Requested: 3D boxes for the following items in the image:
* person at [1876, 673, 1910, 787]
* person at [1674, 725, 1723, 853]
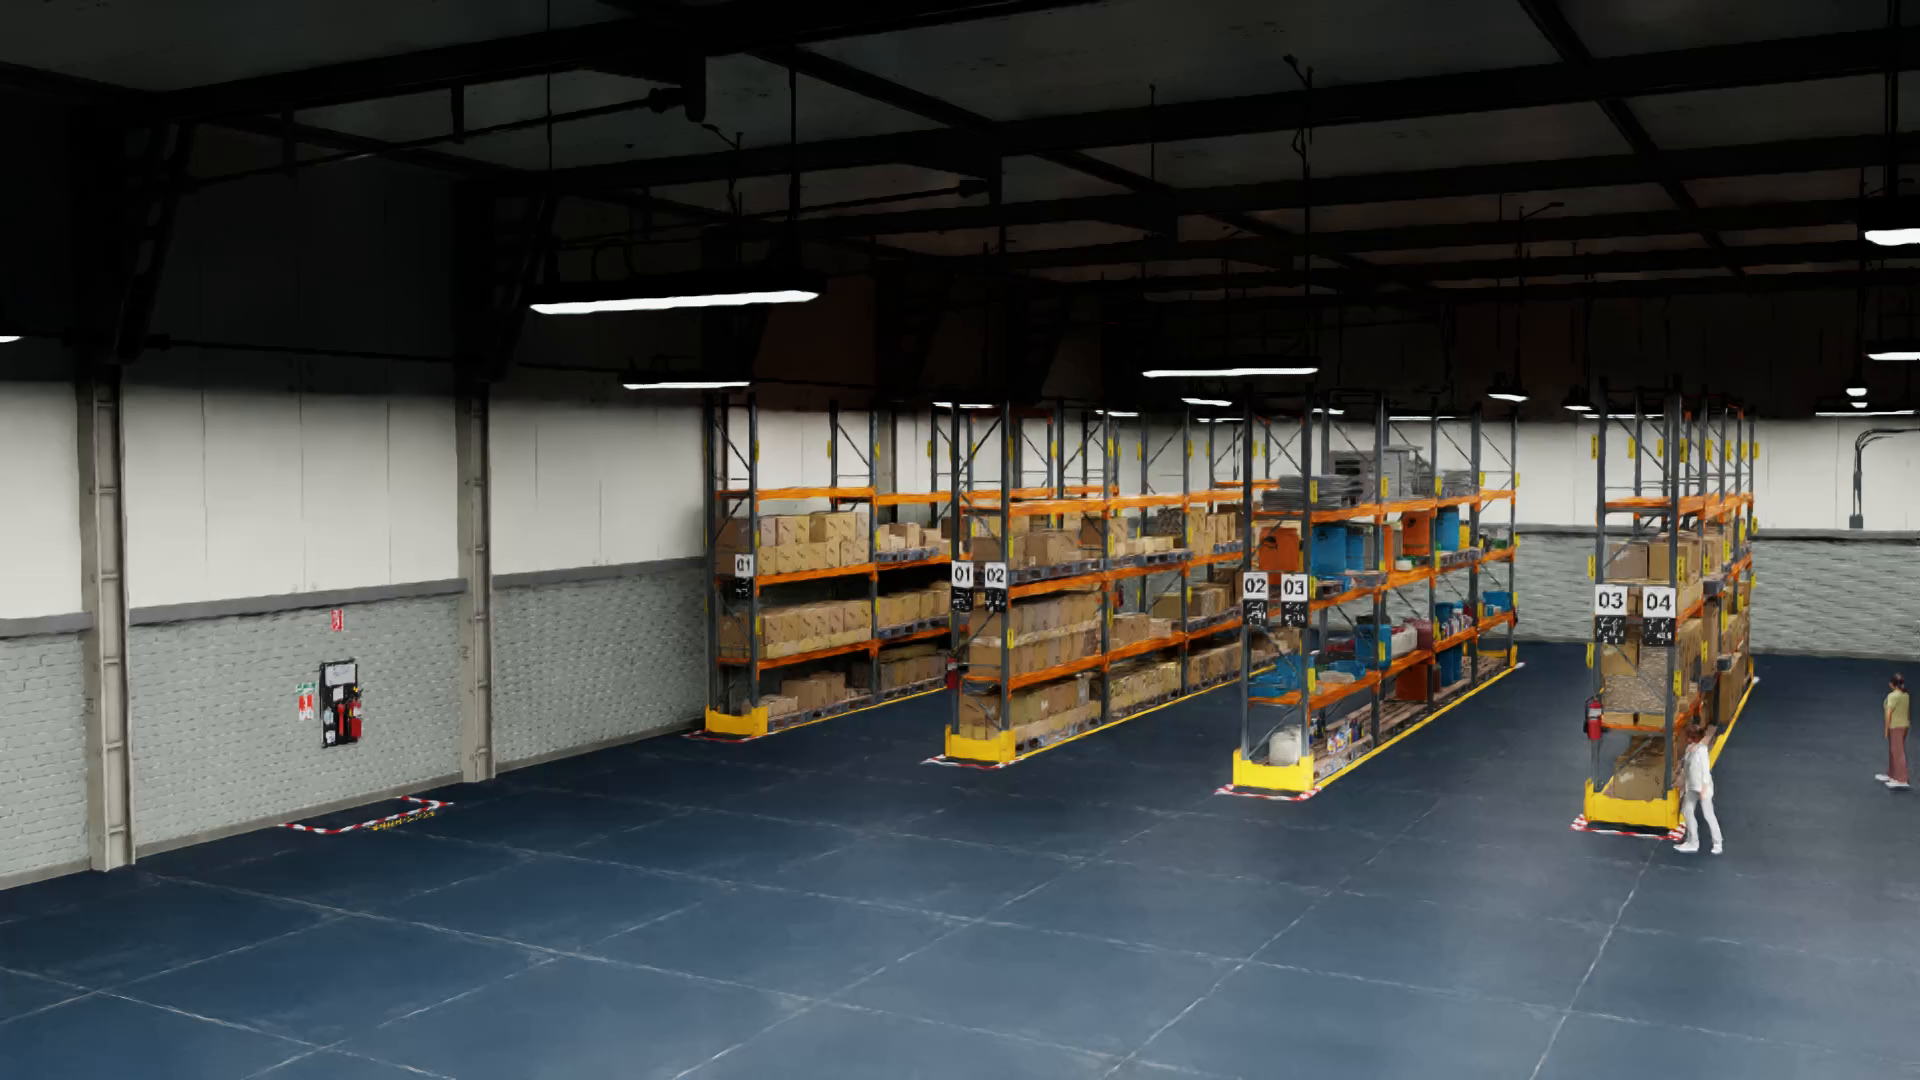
[{"bbox_3d":[13.932,2.810,24.812,0.567,1.666,0.565,-2,4,-35],"label":"person"},{"bbox_3d":[9.235,3.095,20.717,0.518,1.591,0.469,0,3,-5],"label":"person"}]
